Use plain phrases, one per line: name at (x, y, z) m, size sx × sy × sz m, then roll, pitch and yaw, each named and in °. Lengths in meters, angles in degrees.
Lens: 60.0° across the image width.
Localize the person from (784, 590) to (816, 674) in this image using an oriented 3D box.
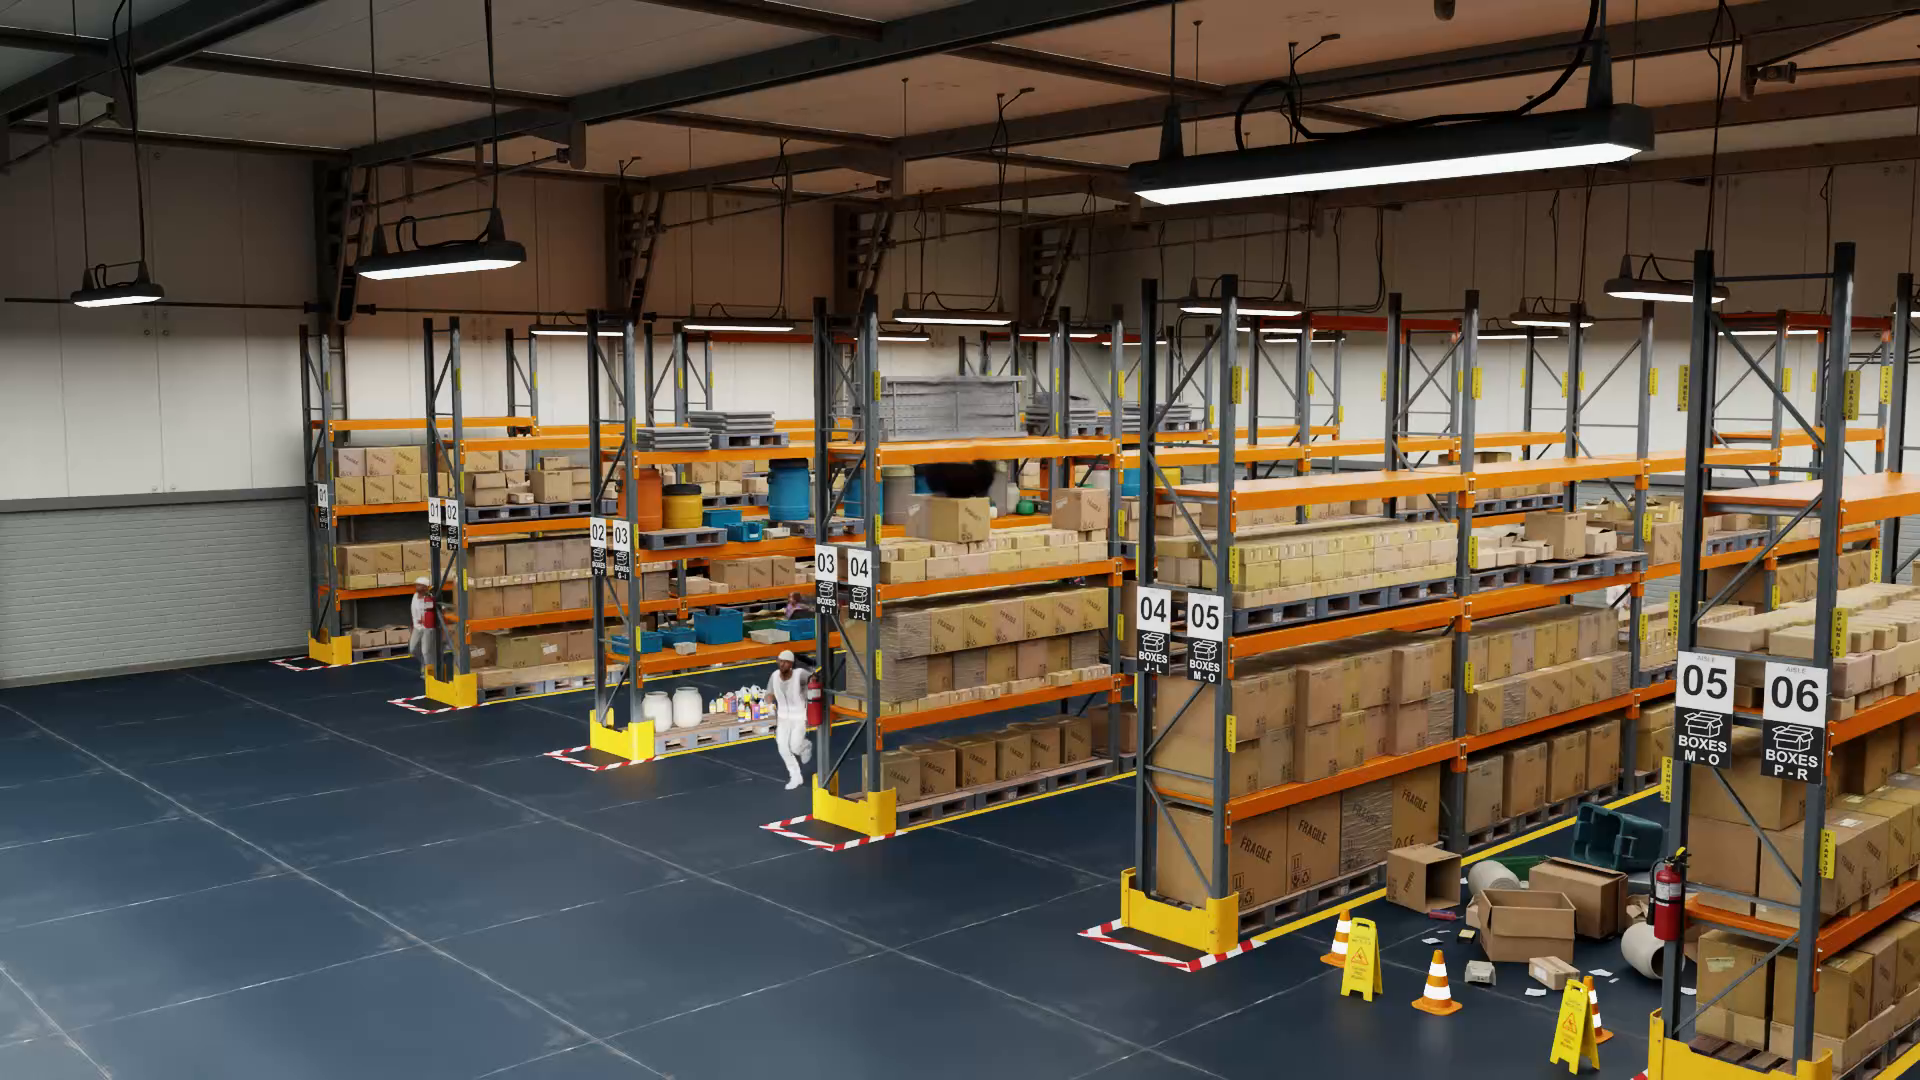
person at (-2.657, 1.655, 27.442) m, size 0.564 × 1.495 × 0.921 m, roll 4°, pitch 7°, yaw 34°

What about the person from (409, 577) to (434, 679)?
person at (-9.029, 1.482, 27.967) m, size 0.682 × 1.729 × 0.596 m, roll 3°, pitch 6°, yaw 24°

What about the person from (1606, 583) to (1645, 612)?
person at (11.620, 1.355, 29.062) m, size 0.722 × 1.803 × 0.930 m, roll 0°, pitch 6°, yaw 4°

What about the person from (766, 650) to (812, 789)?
person at (-2.082, 2.223, 20.816) m, size 0.725 × 1.731 × 0.709 m, roll 2°, pitch 6°, yaw 19°
